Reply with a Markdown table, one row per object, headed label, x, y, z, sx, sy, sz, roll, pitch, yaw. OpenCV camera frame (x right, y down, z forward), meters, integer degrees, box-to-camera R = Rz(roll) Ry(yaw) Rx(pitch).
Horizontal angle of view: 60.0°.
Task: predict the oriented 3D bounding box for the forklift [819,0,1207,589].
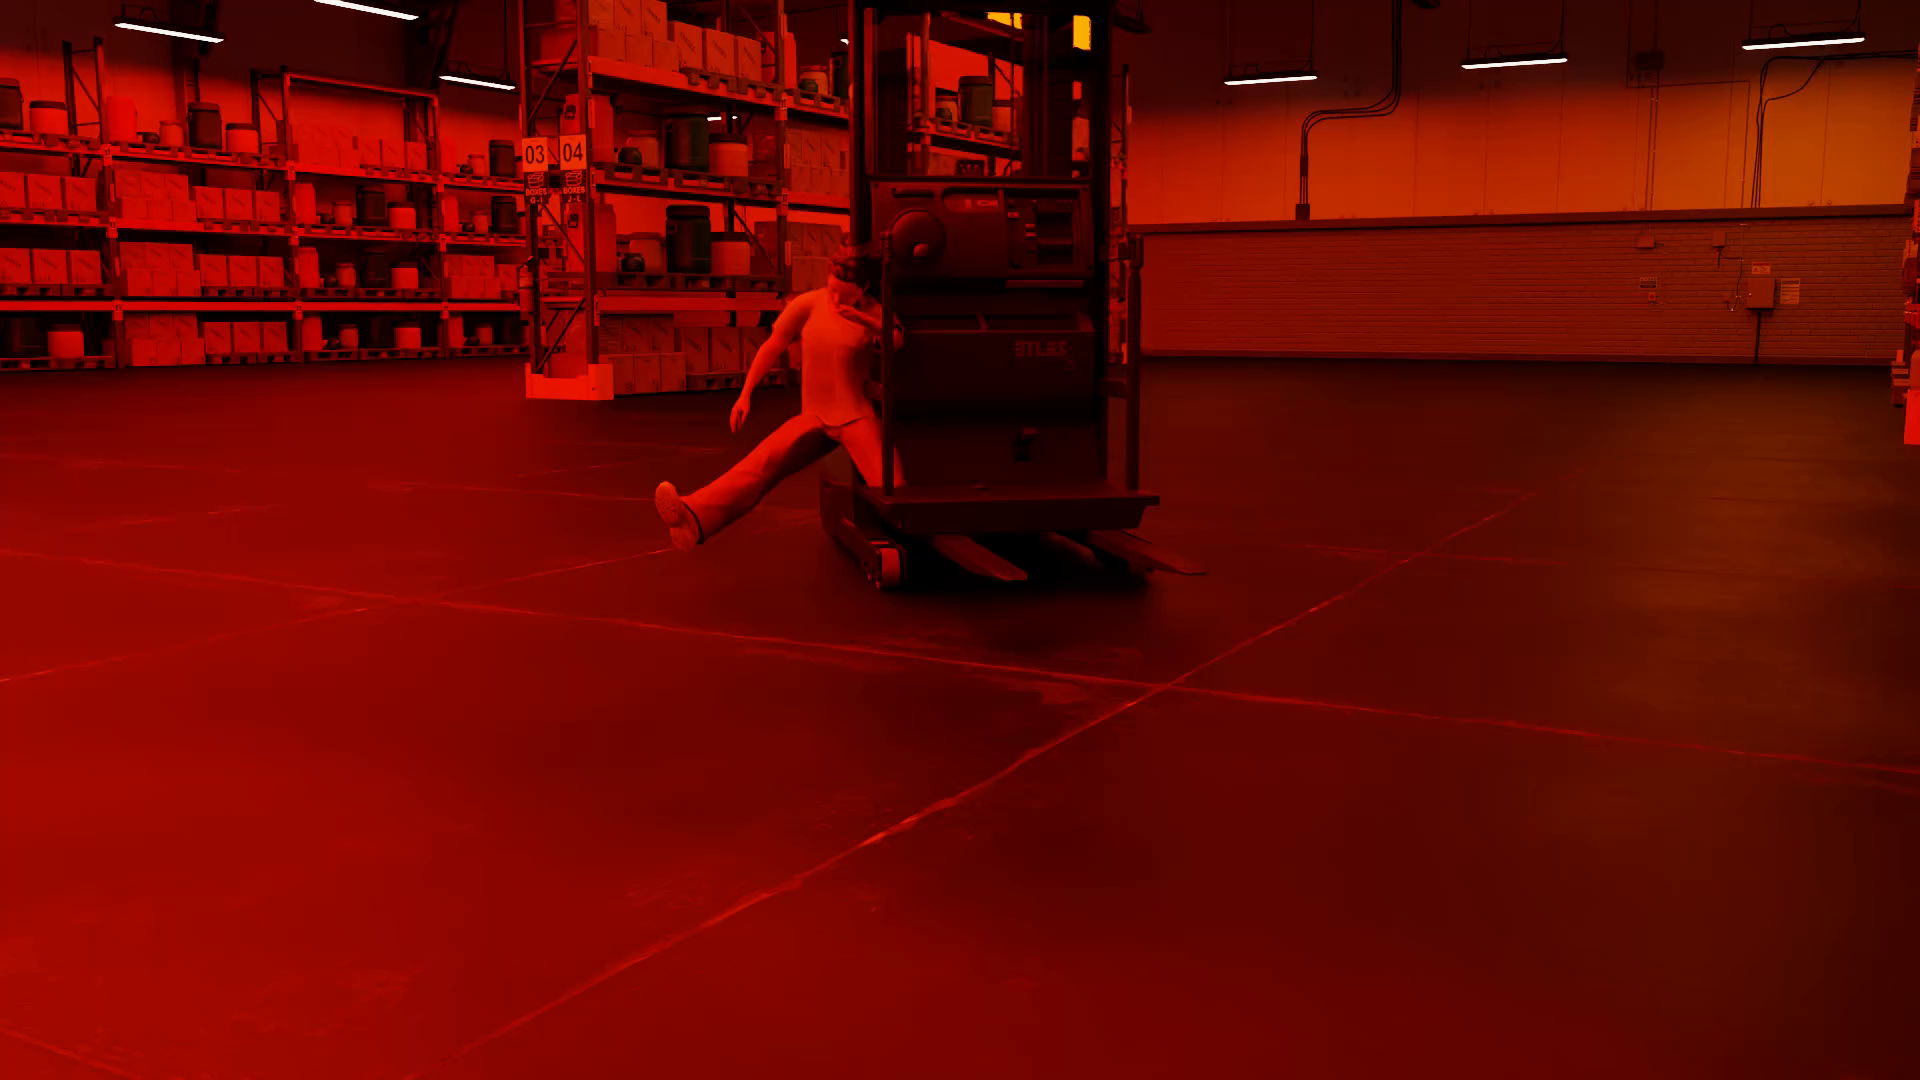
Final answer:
| label | x | y | z | sx | sy | sz | roll | pitch | yaw |
| --- | --- | --- | --- | --- | --- | --- | --- | --- | --- |
| forklift | 0.144 | -1.317 | 6.633 | 1.130 | 2.935 | 3.031 | -2 | 8 | -13 |

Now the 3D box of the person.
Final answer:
| label | x | y | z | sx | sy | sz | roll | pitch | yaw |
| --- | --- | --- | --- | --- | --- | --- | --- | --- | --- |
| person | -0.527 | -0.518 | 6.629 | 0.925 | 1.307 | 1.158 | 3 | 8 | 21 |
